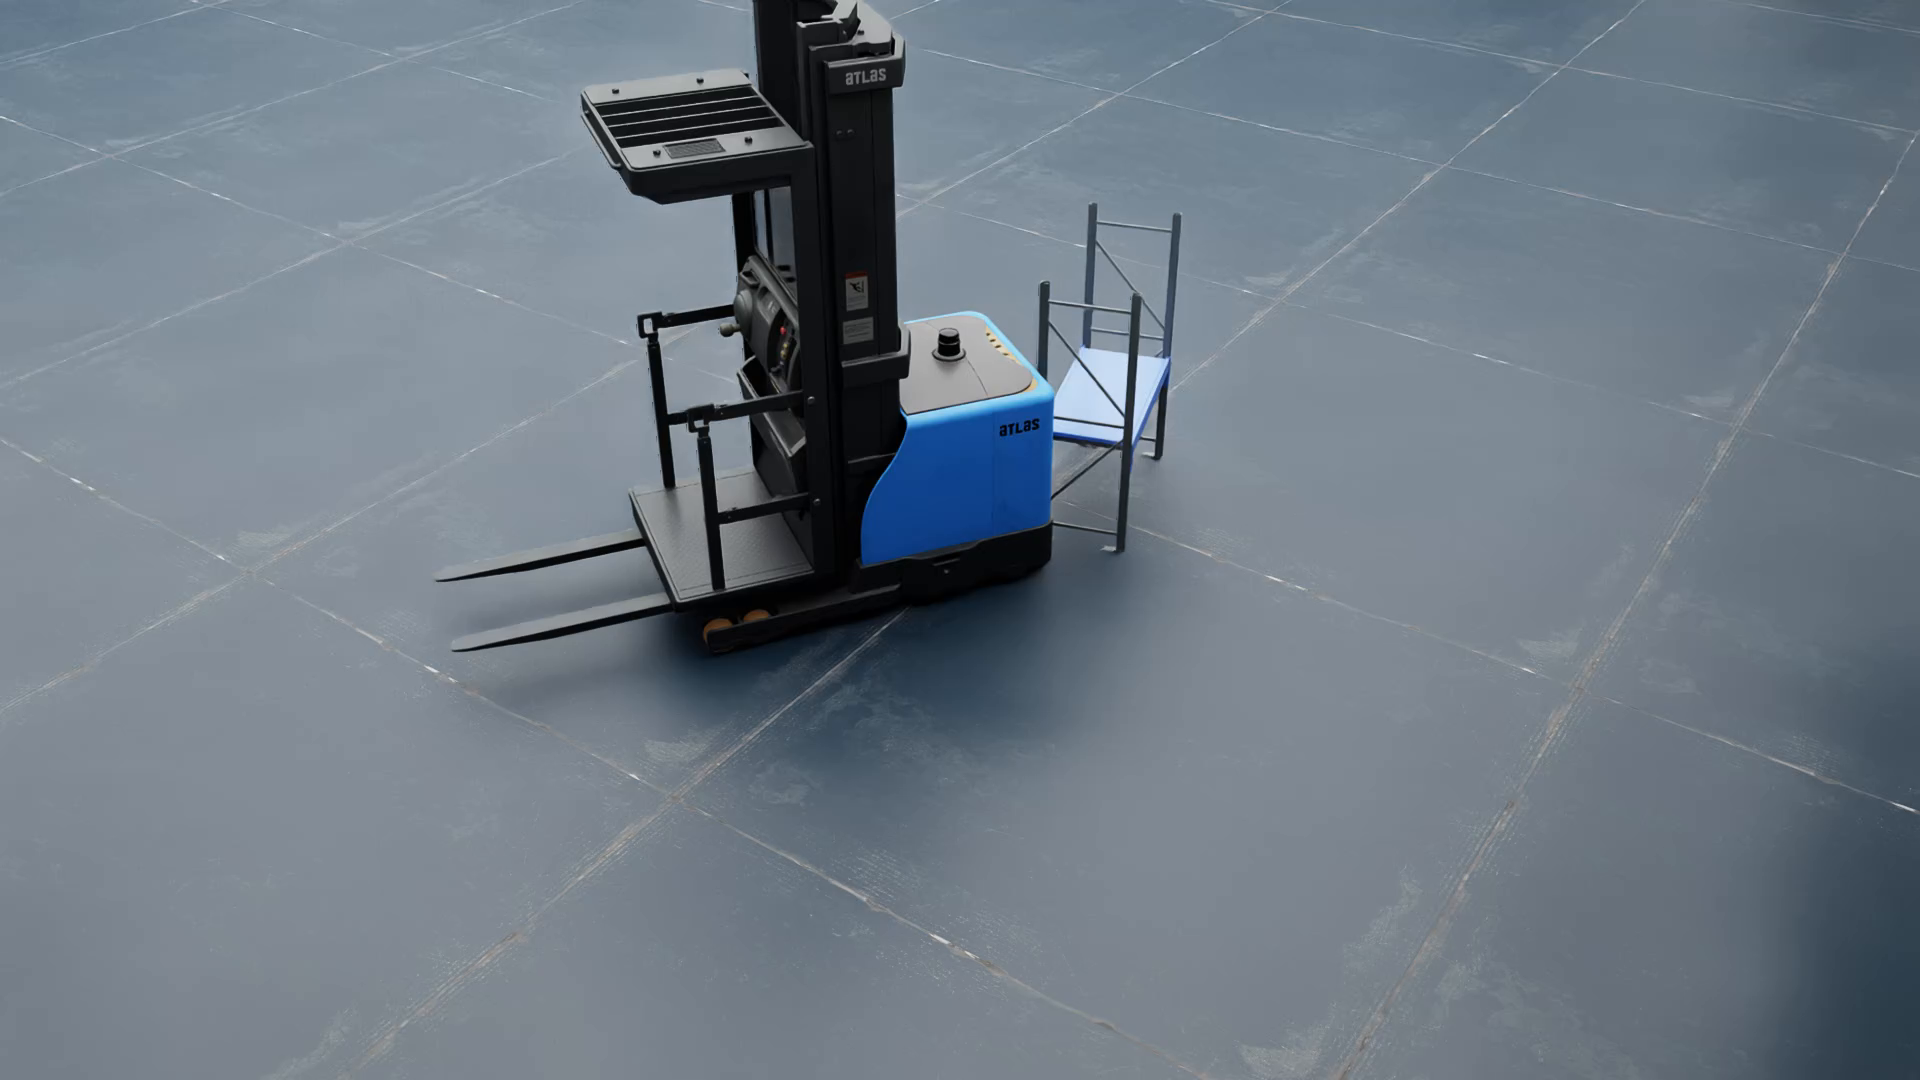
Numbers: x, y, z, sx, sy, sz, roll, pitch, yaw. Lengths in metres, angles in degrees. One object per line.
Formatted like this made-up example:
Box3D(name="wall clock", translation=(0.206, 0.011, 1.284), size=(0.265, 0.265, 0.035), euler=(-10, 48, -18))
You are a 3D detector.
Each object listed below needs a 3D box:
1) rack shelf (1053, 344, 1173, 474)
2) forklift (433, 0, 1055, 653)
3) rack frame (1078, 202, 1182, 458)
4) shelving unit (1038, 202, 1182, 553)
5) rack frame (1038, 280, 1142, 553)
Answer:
Box3D(name="rack shelf", translation=(0.783, -0.724, 8.978), size=(0.538, 0.185, 1.000), euler=(10, 35, 14))
Box3D(name="forklift", translation=(-1.092, -1.001, 7.789), size=(3.031, 2.935, 1.130), euler=(-13, 36, -18))
Box3D(name="rack frame", translation=(0.932, -1.145, 9.280), size=(0.500, 1.500, 0.032), euler=(10, 35, 14))
Box3D(name="shelving unit", translation=(0.783, -0.873, 8.877), size=(0.538, 1.500, 1.048), euler=(10, 35, 14))
Box3D(name="rack frame", translation=(0.634, -0.600, 8.475), size=(0.500, 1.500, 0.032), euler=(10, 35, 14))
